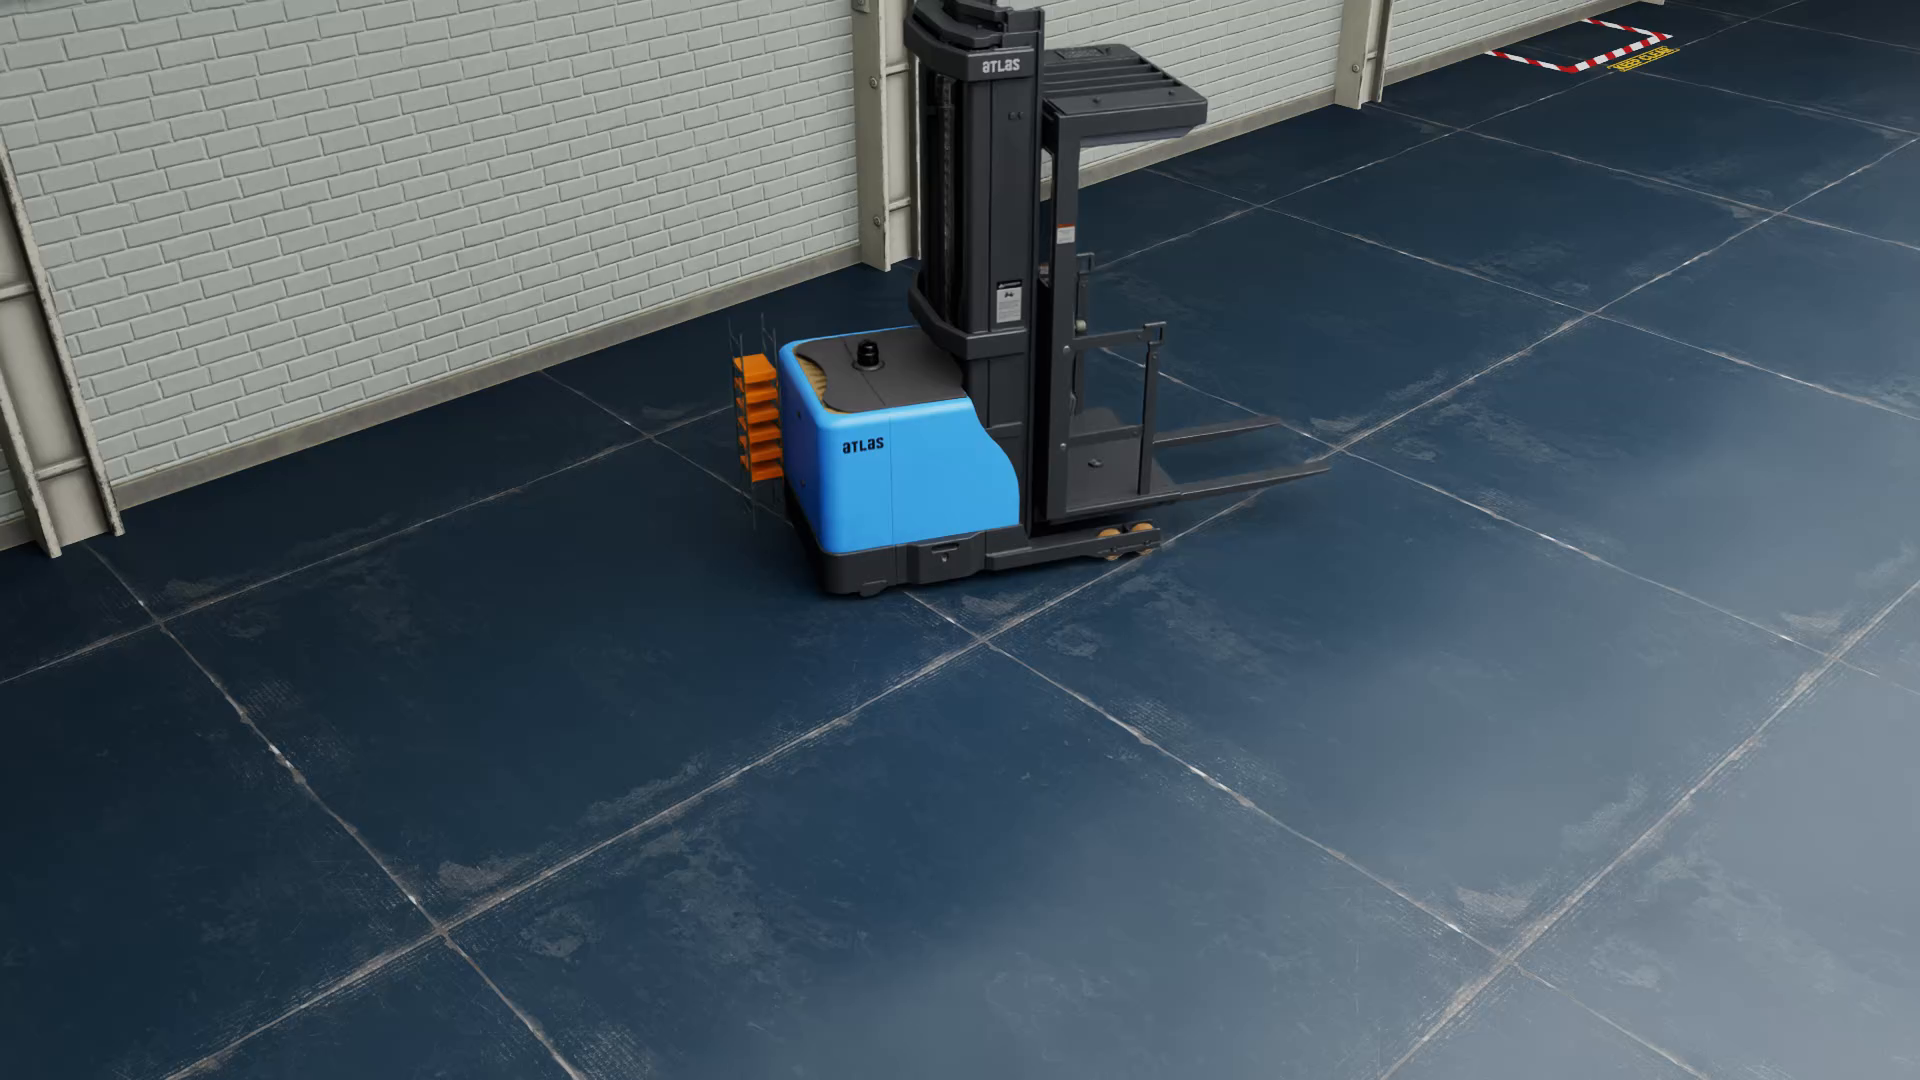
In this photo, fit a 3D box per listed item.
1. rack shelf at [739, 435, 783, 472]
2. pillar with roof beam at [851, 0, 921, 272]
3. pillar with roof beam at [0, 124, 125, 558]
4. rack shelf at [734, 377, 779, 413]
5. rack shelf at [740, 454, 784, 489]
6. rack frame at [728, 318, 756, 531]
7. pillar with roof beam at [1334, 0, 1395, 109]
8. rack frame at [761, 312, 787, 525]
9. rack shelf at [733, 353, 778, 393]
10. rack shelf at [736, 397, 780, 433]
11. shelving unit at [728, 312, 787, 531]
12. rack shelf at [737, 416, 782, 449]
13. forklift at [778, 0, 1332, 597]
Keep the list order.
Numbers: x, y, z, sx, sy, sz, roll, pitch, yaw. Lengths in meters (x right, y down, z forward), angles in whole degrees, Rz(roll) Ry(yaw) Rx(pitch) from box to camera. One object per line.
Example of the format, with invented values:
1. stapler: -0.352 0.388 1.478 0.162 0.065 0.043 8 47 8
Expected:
1. rack shelf: -1.110 -0.497 9.228 0.180 0.103 0.258 -12 34 -19
2. pillar with roof beam: 2.403 -4.348 7.734 0.400 9.000 9.100 -26 40 -35
3. pillar with roof beam: -1.996 -2.220 4.254 0.400 9.000 9.100 -26 40 -35
4. rack shelf: -1.110 -0.804 9.040 0.180 0.103 0.258 -12 34 -19
5. rack shelf: -1.110 -0.395 9.291 0.180 0.103 0.258 -12 34 -19
6. rack frame: -1.194 -0.619 9.112 0.006 1.200 0.240 -12 34 -19
7. pillar with roof beam: 6.803 -6.476 11.215 0.400 9.000 9.100 -26 40 -35
8. rack frame: -1.025 -0.656 9.172 0.006 1.200 0.240 -12 34 -19
9. rack shelf: -1.110 -0.907 8.978 0.180 0.103 0.258 -12 34 -19
10. rack shelf: -1.110 -0.702 9.103 0.180 0.103 0.258 -12 34 -19
11. shelving unit: -1.110 -0.637 9.142 0.189 1.200 0.258 -12 34 -19
12. rack shelf: -1.110 -0.600 9.165 0.180 0.103 0.258 -12 34 -19
13. forklift: 0.586 -1.396 8.723 3.031 2.935 1.130 -10 33 -15
